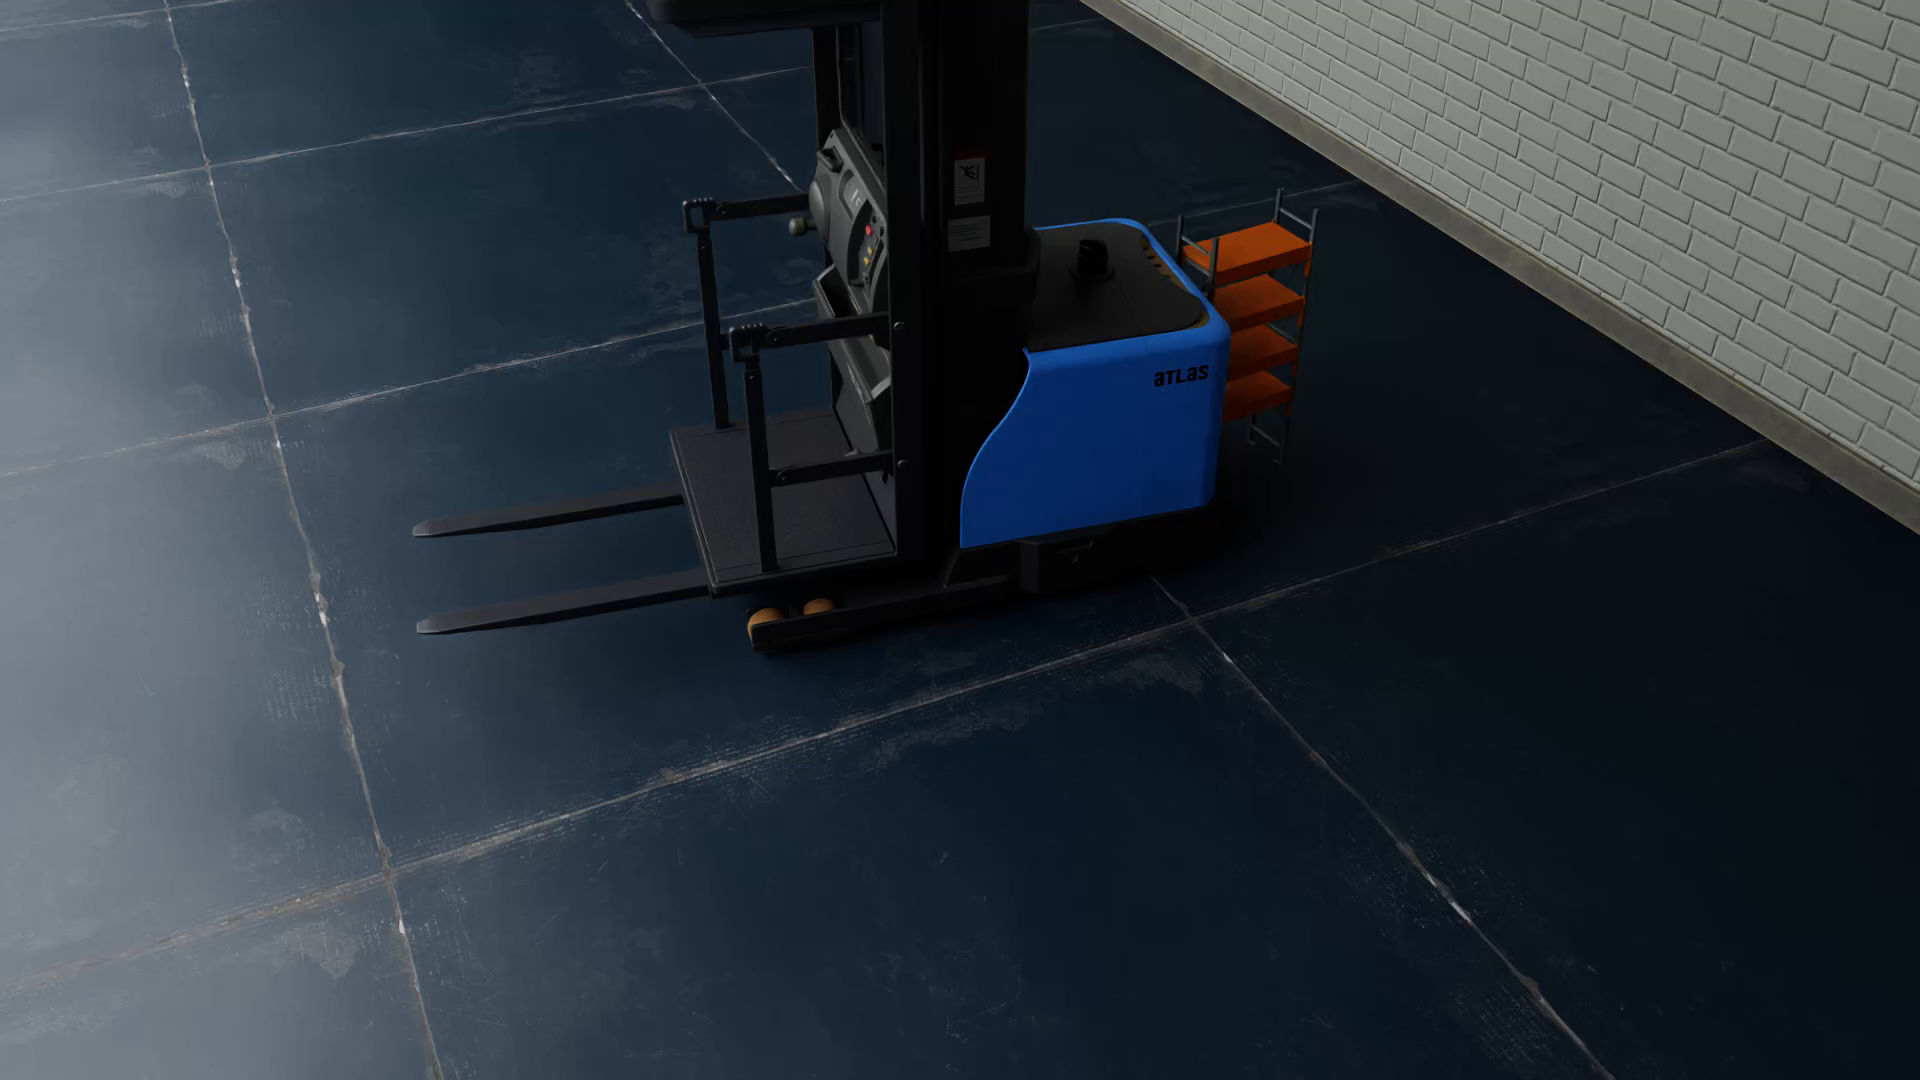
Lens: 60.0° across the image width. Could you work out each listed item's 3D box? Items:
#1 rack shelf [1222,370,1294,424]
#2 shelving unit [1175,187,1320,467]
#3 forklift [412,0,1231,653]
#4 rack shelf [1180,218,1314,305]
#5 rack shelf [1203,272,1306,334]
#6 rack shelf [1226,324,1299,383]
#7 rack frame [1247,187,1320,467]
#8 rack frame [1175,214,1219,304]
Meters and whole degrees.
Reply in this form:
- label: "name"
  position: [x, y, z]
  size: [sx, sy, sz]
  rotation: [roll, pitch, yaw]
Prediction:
- label: "rack shelf"
  position: [1.122, -0.575, 6.964]
  size: [0.480, 0.148, 0.258]
  rotation: [-19, 41, -24]
- label: "shelving unit"
  position: [1.122, -0.788, 6.805]
  size: [0.503, 1.200, 0.258]
  rotation: [-19, 41, -24]
- label: "forklift"
  position: [-0.575, -1.110, 5.786]
  size: [3.031, 2.935, 1.130]
  rotation: [-10, 38, -13]
- label: "rack shelf"
  position: [1.122, -1.104, 6.571]
  size: [0.480, 0.148, 0.258]
  rotation: [-19, 41, -24]
- label: "rack shelf"
  position: [1.122, -0.914, 6.712]
  size: [0.480, 0.148, 0.258]
  rotation: [-19, 41, -24]
- label: "rack shelf"
  position: [1.122, -0.734, 6.846]
  size: [0.480, 0.148, 0.258]
  rotation: [-19, 41, -24]
- label: "rack frame"
  position: [1.333, -0.861, 6.904]
  size: [0.015, 1.200, 0.240]
  rotation: [-19, 41, -24]
- label: "rack frame"
  position: [0.912, -0.715, 6.707]
  size: [0.015, 1.200, 0.240]
  rotation: [-19, 41, -24]
